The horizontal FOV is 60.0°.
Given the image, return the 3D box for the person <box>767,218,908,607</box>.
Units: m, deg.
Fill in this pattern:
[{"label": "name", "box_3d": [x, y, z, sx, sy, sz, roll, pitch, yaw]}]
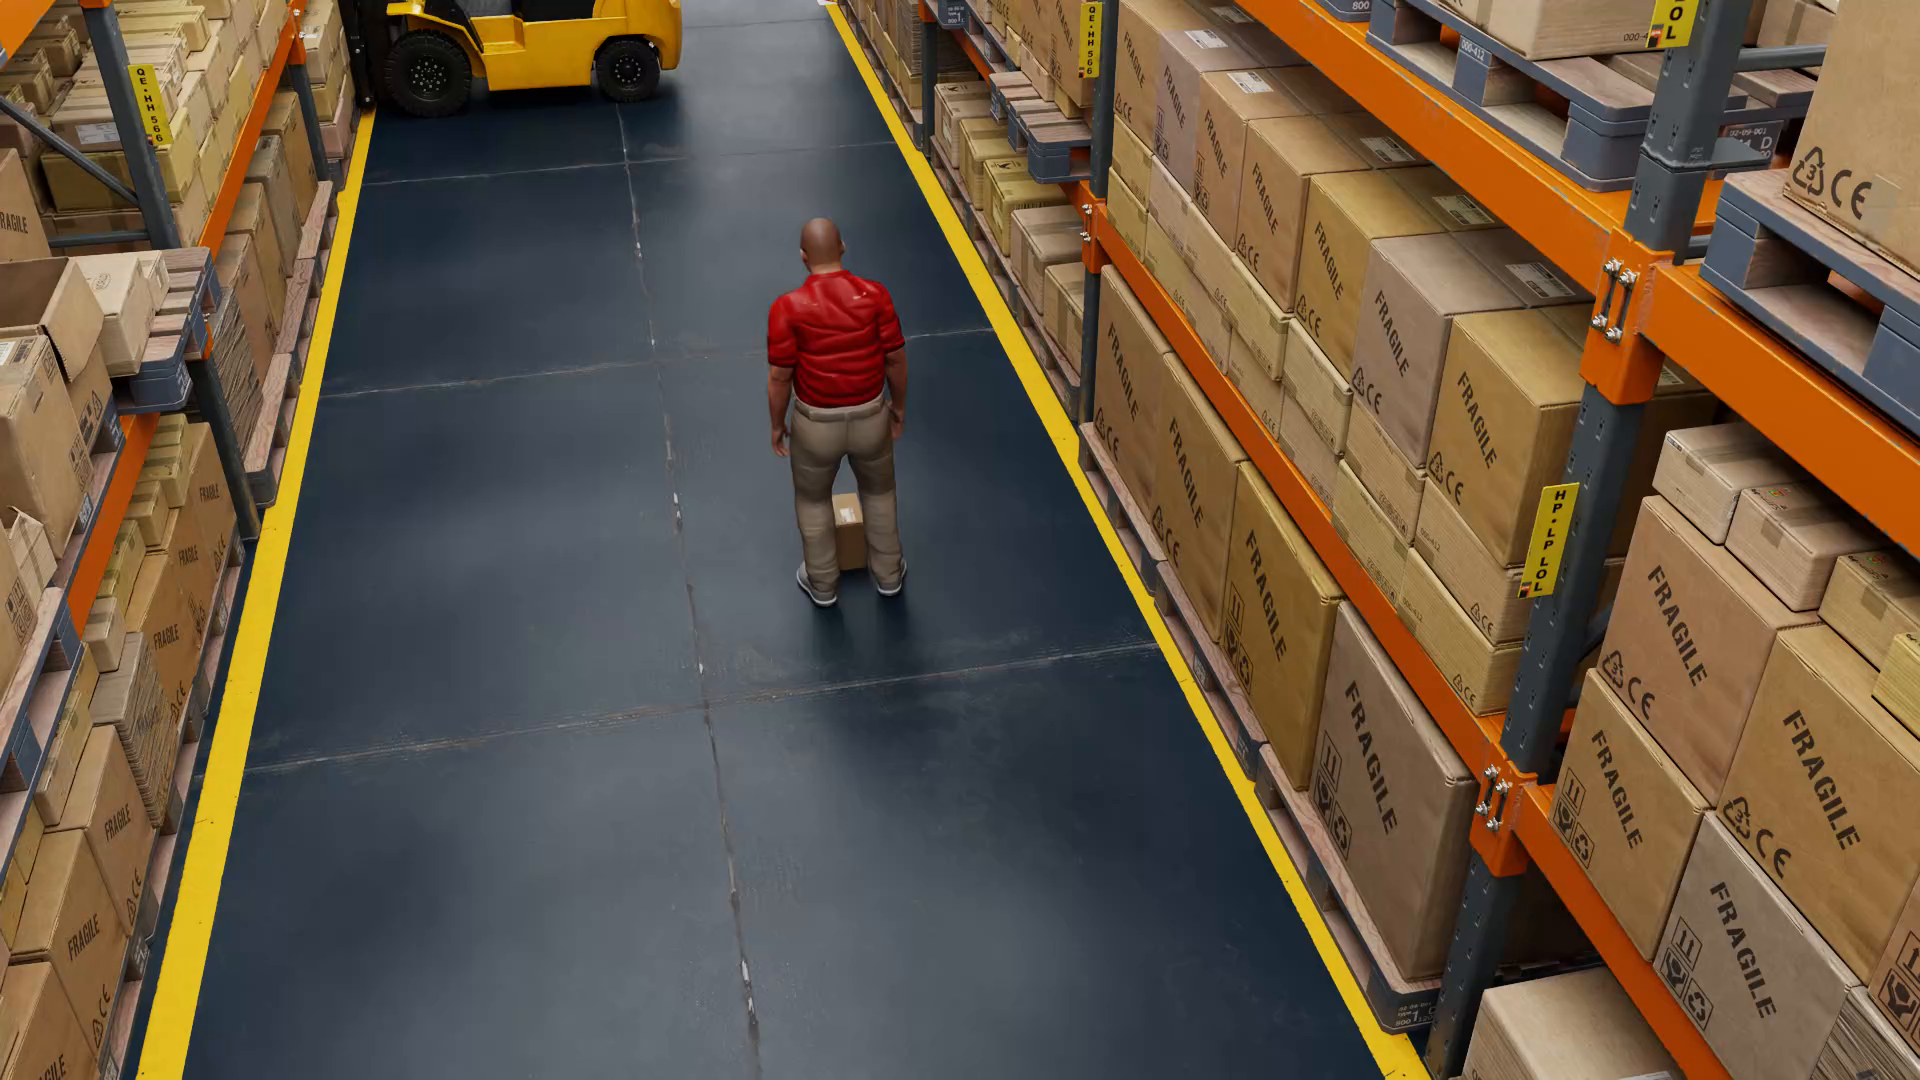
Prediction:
[{"label": "person", "box_3d": [-0.502, -0.501, 6.896, 0.590, 1.725, 0.392, -9, 35, -13]}]
